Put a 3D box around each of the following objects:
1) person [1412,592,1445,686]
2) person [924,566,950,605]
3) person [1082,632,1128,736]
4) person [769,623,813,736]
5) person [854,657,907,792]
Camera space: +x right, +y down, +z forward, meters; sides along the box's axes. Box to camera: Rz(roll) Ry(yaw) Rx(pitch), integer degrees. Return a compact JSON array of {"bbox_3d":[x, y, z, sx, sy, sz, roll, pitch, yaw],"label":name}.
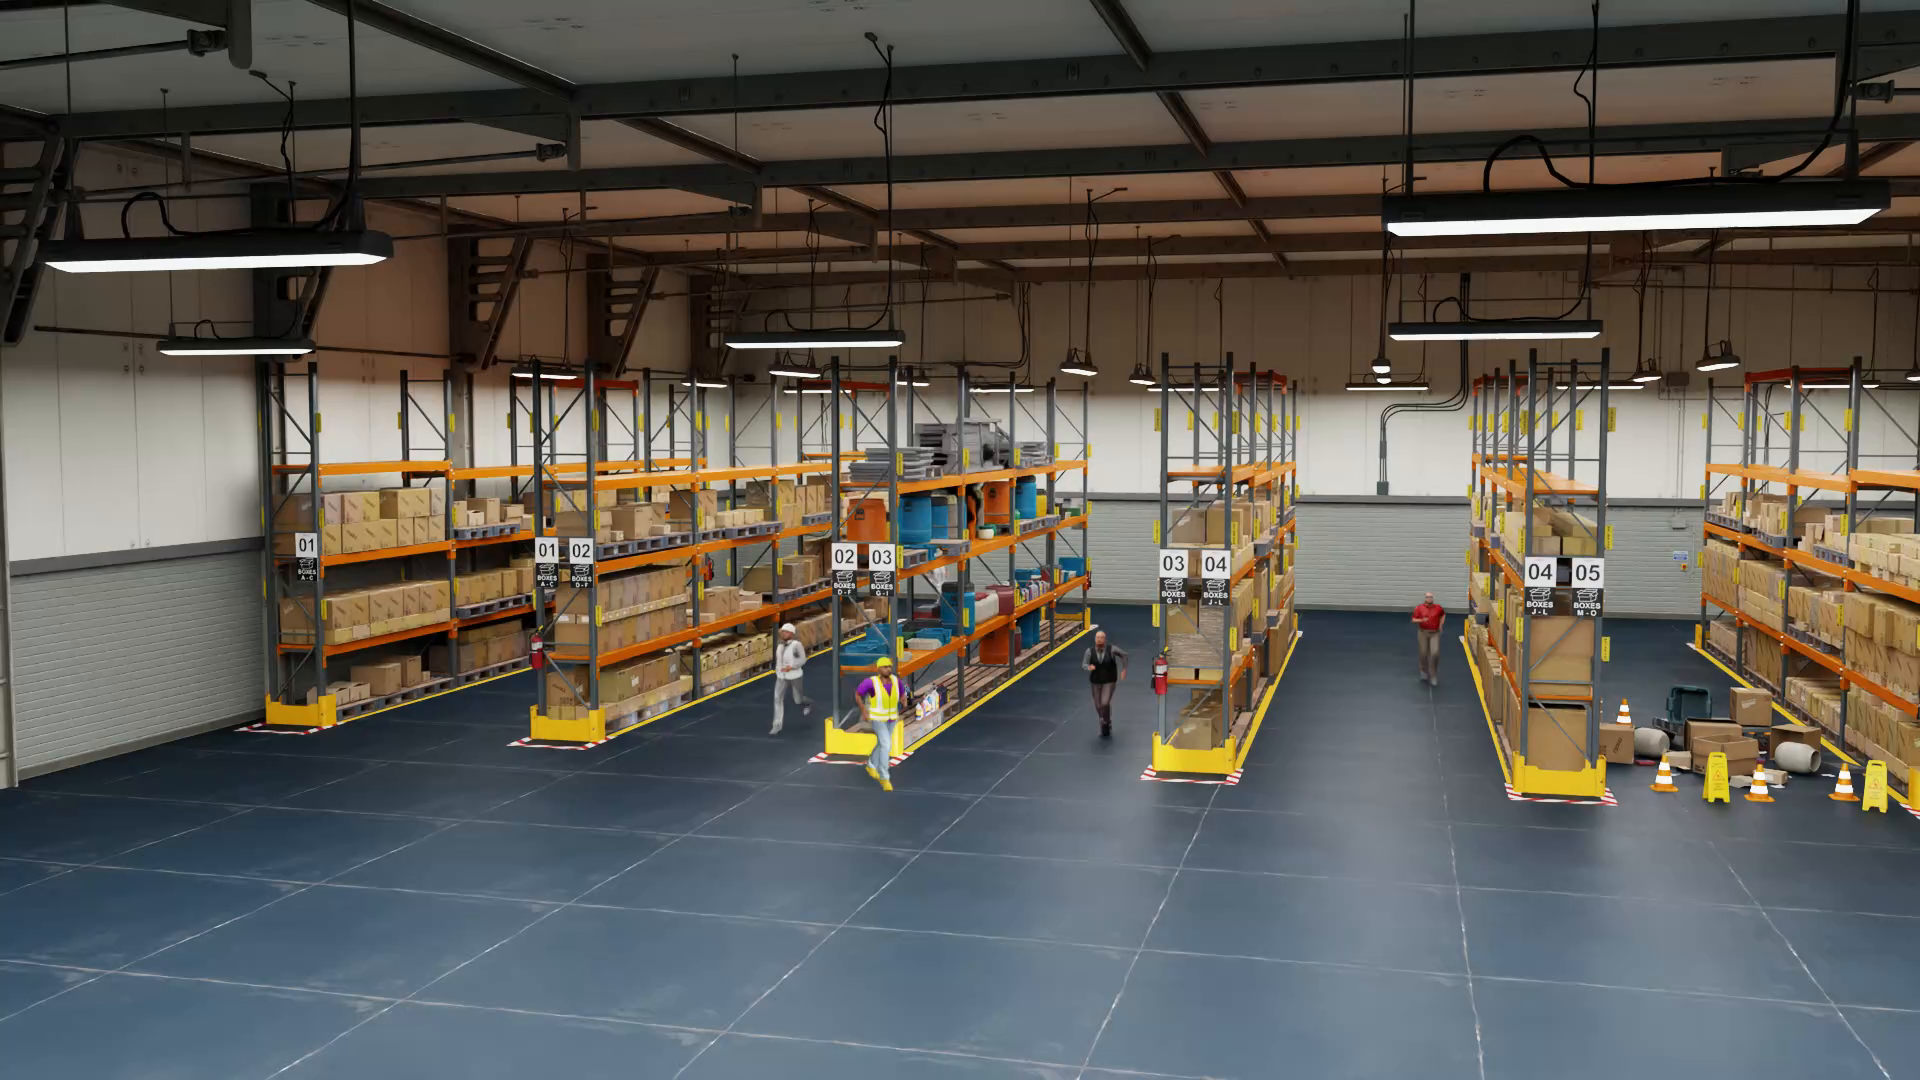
[{"bbox_3d":[9.023,1.886,32.047,0.624,1.787,0.762,1,4,12],"label":"person"},{"bbox_3d":[-0.572,1.167,42.136,0.673,1.747,0.952,-3,5,-41],"label":"person"},{"bbox_3d":[2.280,2.280,26.411,0.686,1.669,0.778,1,4,16],"label":"person"},{"bbox_3d":[-2.743,2.234,27.045,0.619,1.777,1.134,2,4,22],"label":"person"},{"bbox_3d":[-1.071,2.502,22.938,0.671,1.815,0.807,-3,5,-38],"label":"person"}]
